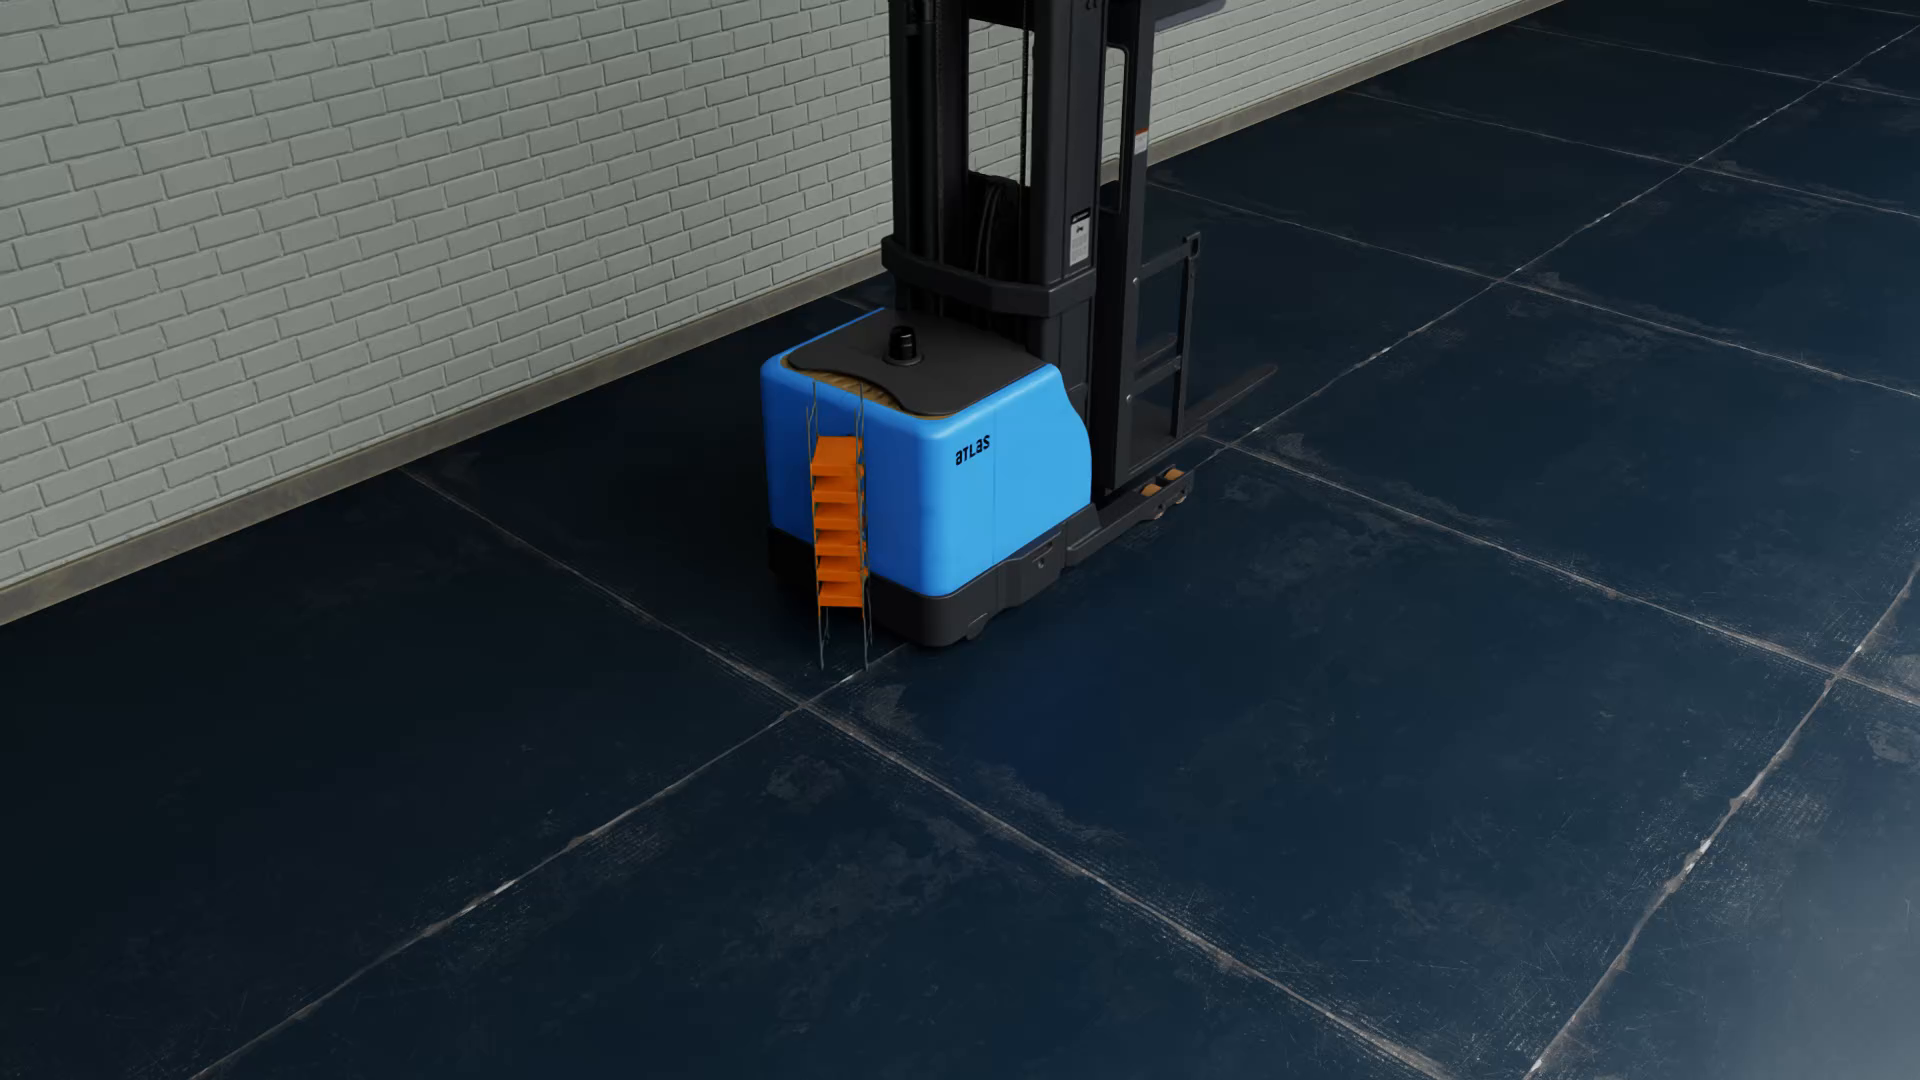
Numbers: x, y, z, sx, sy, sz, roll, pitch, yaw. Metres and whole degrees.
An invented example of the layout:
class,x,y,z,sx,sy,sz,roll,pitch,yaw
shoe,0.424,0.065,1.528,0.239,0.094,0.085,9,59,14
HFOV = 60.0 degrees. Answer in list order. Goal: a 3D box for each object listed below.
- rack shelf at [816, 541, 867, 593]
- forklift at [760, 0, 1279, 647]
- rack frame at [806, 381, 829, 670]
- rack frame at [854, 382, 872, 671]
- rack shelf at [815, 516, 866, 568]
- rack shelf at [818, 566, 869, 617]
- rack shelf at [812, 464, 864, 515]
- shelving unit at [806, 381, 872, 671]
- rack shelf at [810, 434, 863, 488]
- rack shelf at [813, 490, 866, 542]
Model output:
class,x,y,z,sx,sy,sz,roll,pitch,yaw
rack shelf,-0.475,0.103,6.733,0.180,0.103,0.258,1,31,3
forklift,0.478,-1.502,7.404,1.130,2.935,3.031,23,38,33
rack frame,-0.567,-0.040,6.652,0.006,1.200,0.240,1,31,3
rack frame,-0.384,-0.036,6.644,0.006,1.200,0.240,1,31,3
rack shelf,-0.475,0.000,6.671,0.180,0.103,0.258,1,31,3
rack shelf,-0.474,0.206,6.794,0.180,0.103,0.258,1,31,3
rack shelf,-0.477,-0.206,6.548,0.180,0.103,0.258,1,31,3
shelving unit,-0.476,-0.038,6.648,0.189,1.200,0.258,1,31,3
rack shelf,-0.477,-0.308,6.486,0.180,0.103,0.258,1,31,3
rack shelf,-0.476,-0.103,6.609,0.180,0.103,0.258,1,31,3
